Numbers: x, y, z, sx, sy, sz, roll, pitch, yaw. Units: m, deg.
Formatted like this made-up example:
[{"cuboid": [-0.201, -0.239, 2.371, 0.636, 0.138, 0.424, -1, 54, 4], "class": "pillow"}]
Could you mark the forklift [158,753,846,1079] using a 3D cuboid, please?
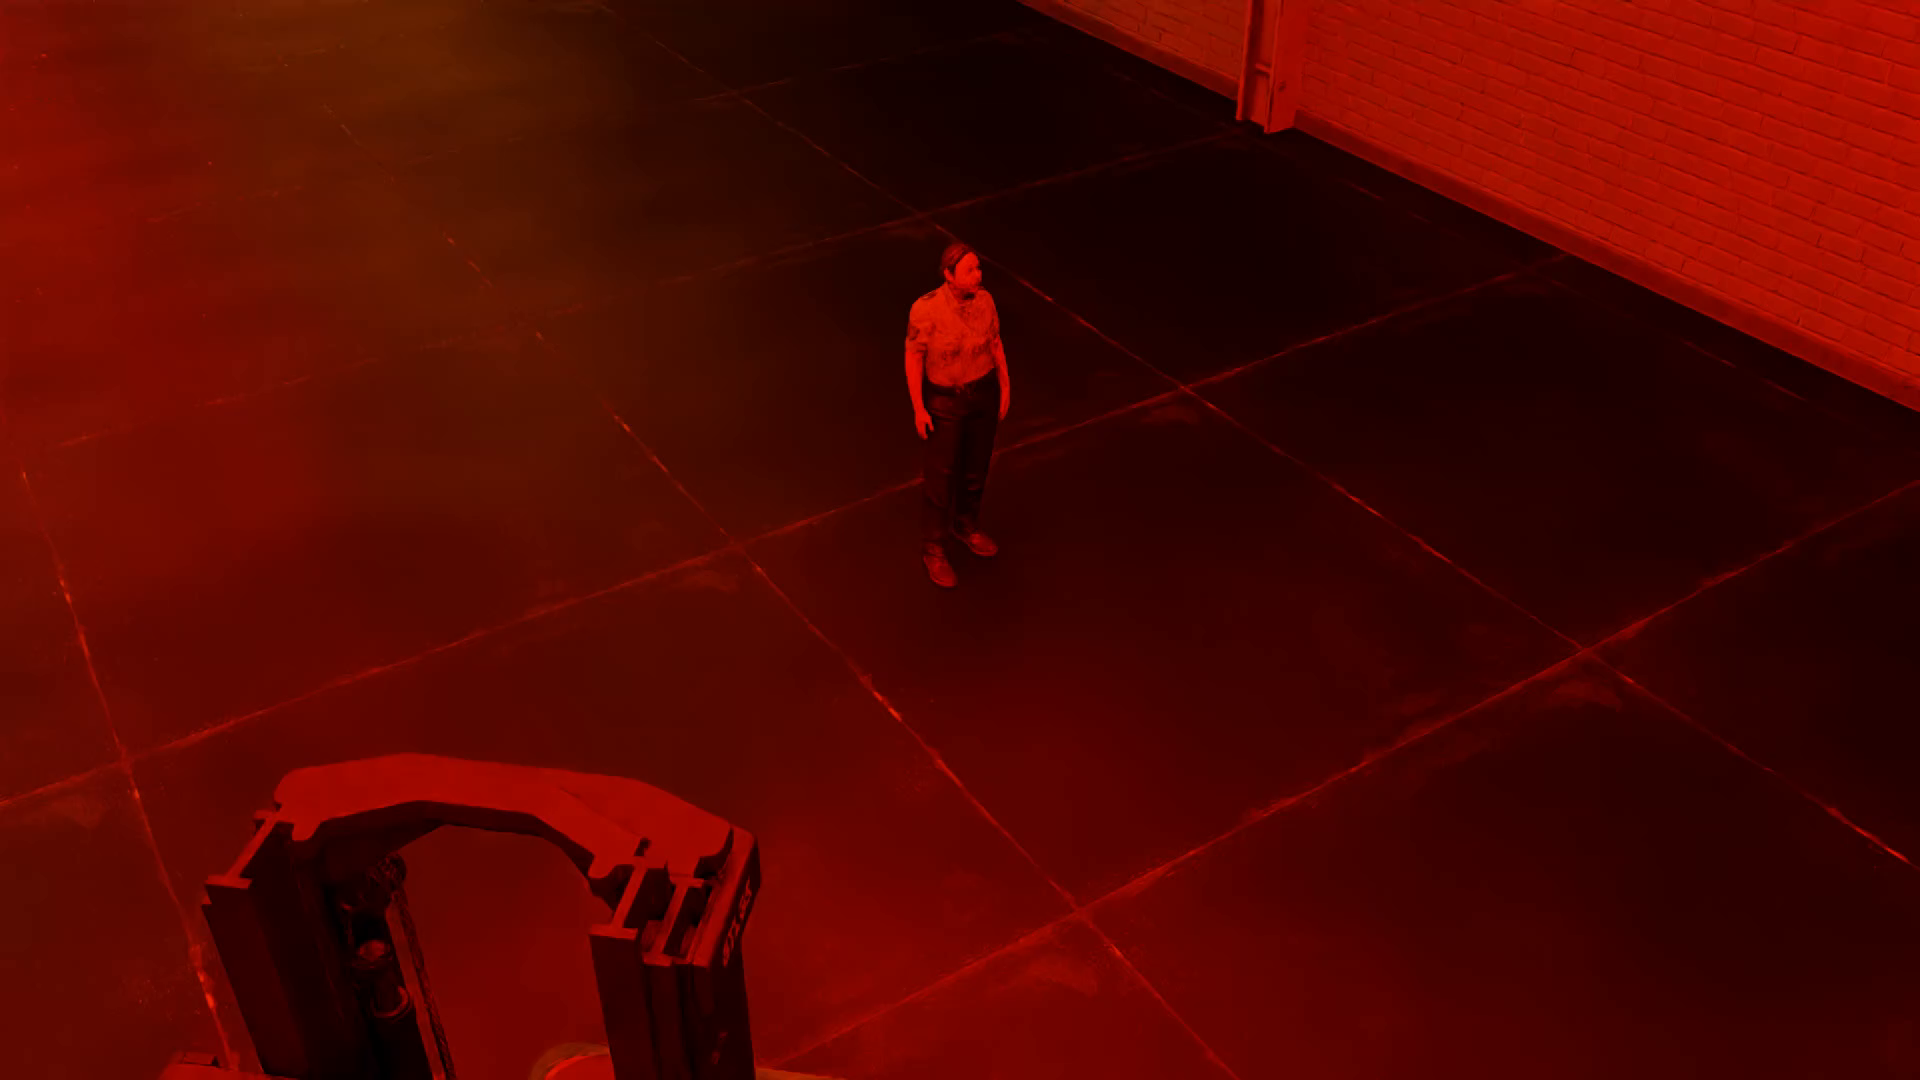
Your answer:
[{"cuboid": [-0.949, 1.996, 3.307, 1.130, 2.935, 3.031, 5, 35, 8], "class": "forklift"}]

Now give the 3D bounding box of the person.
[{"cuboid": [0.030, -0.630, 8.148, 0.599, 1.650, 0.502, -21, 40, -27], "class": "person"}]
